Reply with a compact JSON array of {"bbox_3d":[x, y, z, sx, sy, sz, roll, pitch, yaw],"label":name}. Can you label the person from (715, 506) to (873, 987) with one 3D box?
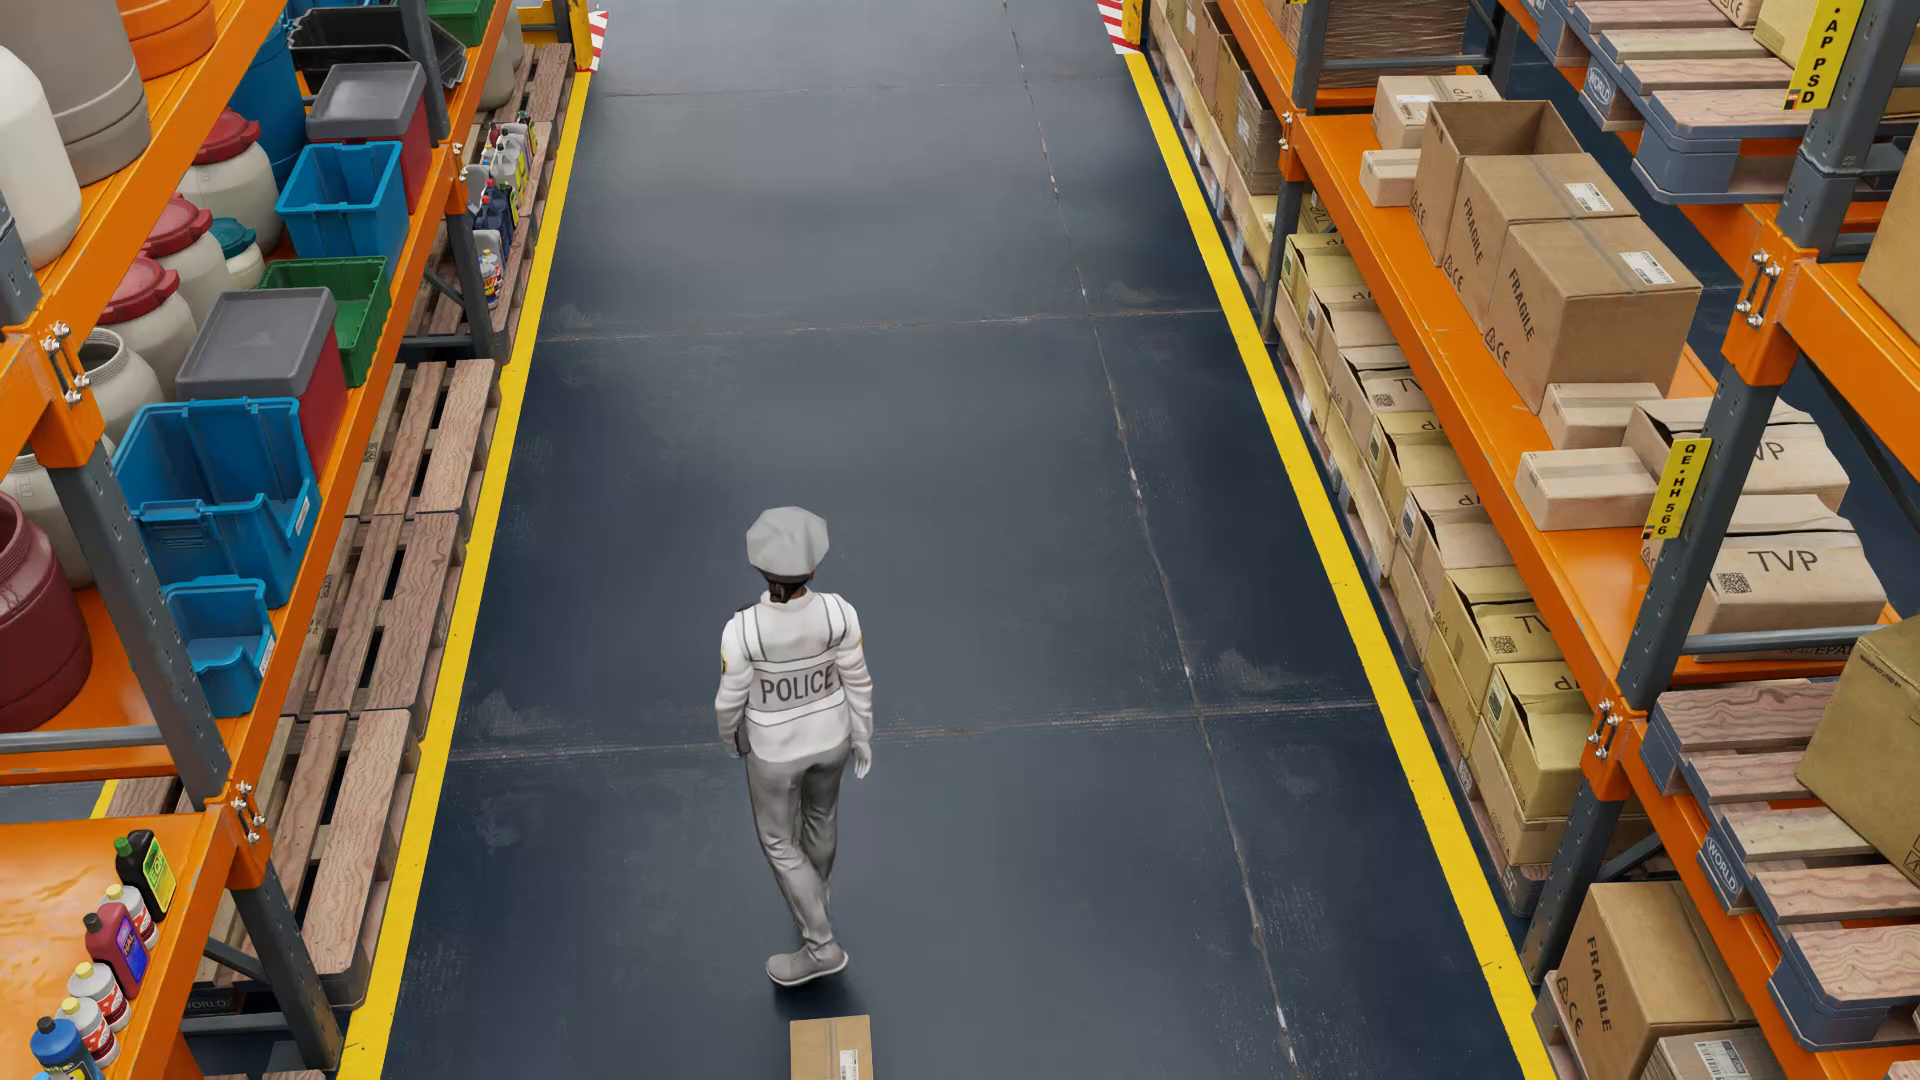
[{"bbox_3d":[-0.495,0.692,5.297,0.502,1.666,0.635,-17,42,-20],"label":"person"}]
